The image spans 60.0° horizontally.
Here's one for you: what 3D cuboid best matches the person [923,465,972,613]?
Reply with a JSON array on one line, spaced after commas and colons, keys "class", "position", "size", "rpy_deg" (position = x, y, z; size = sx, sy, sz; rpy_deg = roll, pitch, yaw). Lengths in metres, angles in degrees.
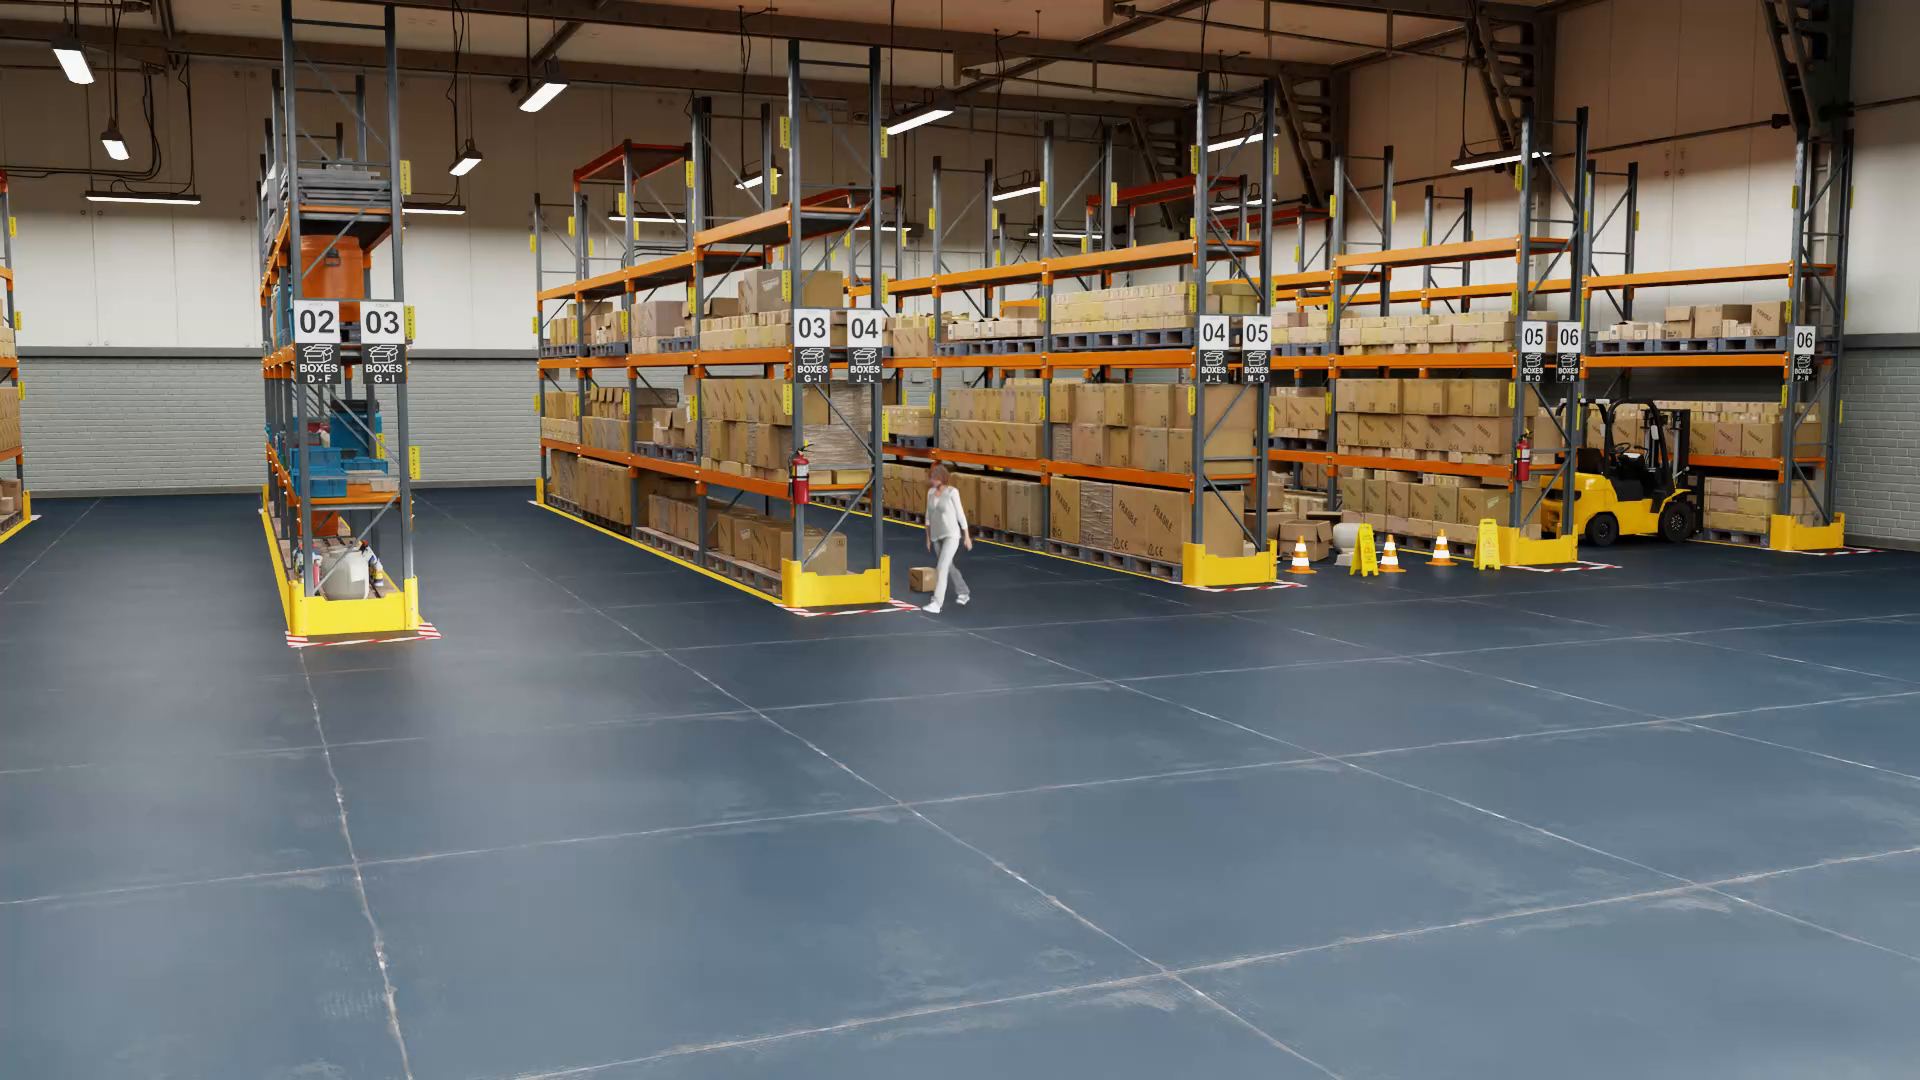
[{"class": "person", "position": [-0.165, -0.020, 17.520], "size": [0.491, 1.517, 0.980], "rpy_deg": [4, 7, 37]}]
